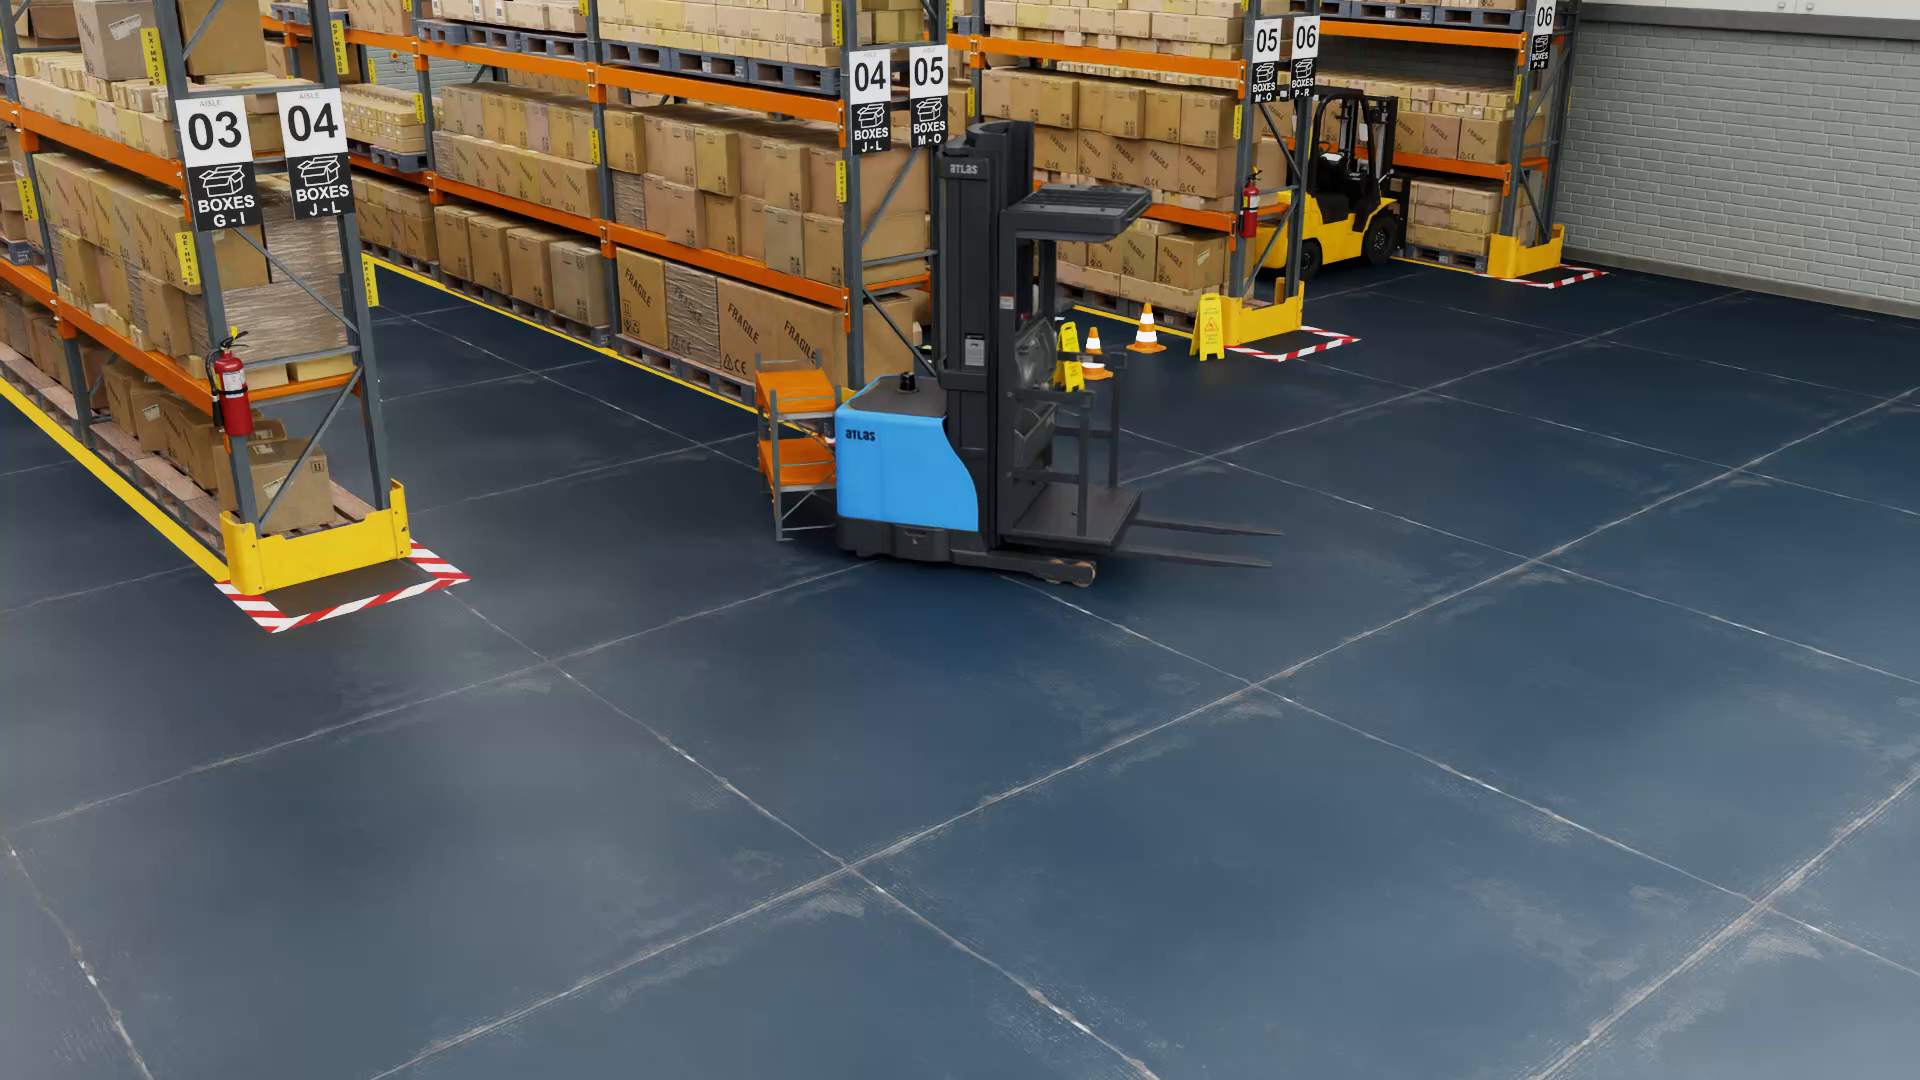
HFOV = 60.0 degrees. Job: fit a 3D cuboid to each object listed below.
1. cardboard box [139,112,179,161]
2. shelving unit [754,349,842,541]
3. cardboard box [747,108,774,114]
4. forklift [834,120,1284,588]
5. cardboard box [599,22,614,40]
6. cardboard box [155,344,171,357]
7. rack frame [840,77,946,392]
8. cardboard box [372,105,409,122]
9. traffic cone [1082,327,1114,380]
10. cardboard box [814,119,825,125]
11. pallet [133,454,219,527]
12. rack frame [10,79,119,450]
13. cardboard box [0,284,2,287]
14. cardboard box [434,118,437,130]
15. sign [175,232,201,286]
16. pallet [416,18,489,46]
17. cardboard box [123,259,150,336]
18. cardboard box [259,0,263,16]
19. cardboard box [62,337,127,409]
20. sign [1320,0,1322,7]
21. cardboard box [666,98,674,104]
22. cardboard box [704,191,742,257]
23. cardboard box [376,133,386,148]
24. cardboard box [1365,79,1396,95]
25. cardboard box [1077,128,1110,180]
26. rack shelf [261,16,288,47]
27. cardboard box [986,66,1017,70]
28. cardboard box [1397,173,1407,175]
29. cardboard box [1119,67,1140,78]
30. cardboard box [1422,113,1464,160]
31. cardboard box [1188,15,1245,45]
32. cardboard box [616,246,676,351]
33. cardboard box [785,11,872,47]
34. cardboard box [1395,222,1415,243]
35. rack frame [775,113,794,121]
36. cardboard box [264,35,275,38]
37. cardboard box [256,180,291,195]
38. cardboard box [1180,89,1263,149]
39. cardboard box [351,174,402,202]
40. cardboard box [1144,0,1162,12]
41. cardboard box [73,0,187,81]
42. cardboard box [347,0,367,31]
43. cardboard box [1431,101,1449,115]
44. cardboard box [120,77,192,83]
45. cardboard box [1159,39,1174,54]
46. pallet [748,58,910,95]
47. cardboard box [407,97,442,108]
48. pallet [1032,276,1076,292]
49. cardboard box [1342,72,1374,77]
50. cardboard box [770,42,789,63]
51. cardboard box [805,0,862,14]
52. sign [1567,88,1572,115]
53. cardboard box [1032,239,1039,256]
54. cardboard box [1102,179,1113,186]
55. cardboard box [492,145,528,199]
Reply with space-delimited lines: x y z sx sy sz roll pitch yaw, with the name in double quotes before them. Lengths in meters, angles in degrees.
"cardboard box" -4.855 -2.582 10.556 0.500 0.250 0.500 -17 27 -36
"shelving unit" -1.187 -0.722 12.286 0.538 1.125 1.048 -5 22 -11
"cardboard box" -2.571 -5.988 22.680 0.500 0.250 0.500 -18 27 -38
"forklift" 0.703 -1.262 11.188 3.031 2.935 1.130 6 22 16
"cardboard box" -3.155 -4.781 15.595 0.380 0.149 0.250 -18 28 -38
"cardboard box" -5.518 -1.436 11.883 0.380 0.149 0.250 -17 27 -37
"rack frame" -0.524 -2.335 13.833 1.000 3.000 0.127 -17 27 -37
"cardboard box" -6.746 -5.070 19.767 0.380 0.149 0.250 -16 27 -36
"traffic cone" 1.283 -1.814 15.980 0.336 0.463 0.334 -17 27 -37
"cardboard box" -1.688 -5.524 21.742 0.380 0.149 0.250 -20 29 -41
"pallet" -5.693 -0.475 12.907 1.003 0.211 1.213 -17 27 -37
"rack frame" -6.959 -2.287 13.711 1.000 3.000 0.127 -17 27 -37
"cardboard box" -10.004 -2.794 17.343 1.225 0.875 0.875 -19 28 -40
"cardboard box" -6.265 -5.091 20.231 0.380 0.149 0.250 -19 28 -39
"sign" -4.781 -1.742 10.298 0.100 0.325 0.005 -17 27 -37
"pallet" -5.286 -5.689 18.542 1.213 0.211 1.003 -16 26 -35
"cardboard box" -5.397 -1.784 11.881 0.875 0.500 0.500 -17 27 -37
"cardboard box" -9.199 -7.189 22.319 0.500 0.250 0.500 -18 27 -38
"cardboard box" -7.343 -1.503 14.533 0.500 0.500 0.700 20 29 41
"sign" 3.571 -5.474 16.536 0.100 0.325 0.005 -17 27 -37
"cardboard box" -3.924 -6.315 24.199 0.500 0.250 0.500 -18 28 -38
"cardboard box" -1.824 -2.965 15.235 0.875 0.550 0.500 -17 27 -37
"cardboard box" -6.745 -4.791 19.872 0.380 0.149 0.250 -17 27 -37
"cardboard box" 5.367 -5.756 21.133 0.380 0.149 0.250 -17 27 -37
"cardboard box" 1.633 -4.234 18.136 0.500 0.500 0.500 -17 27 -37
"rack shelf" -9.663 -7.265 23.293 1.077 0.370 4.000 -17 27 -37
"cardboard box" 0.762 -7.275 26.074 0.500 0.250 0.500 -19 28 -40
"cardboard box" 5.381 -4.576 21.379 0.500 0.250 0.500 -18 28 -38
"cardboard box" 2.531 -6.771 24.131 0.380 0.149 0.250 -17 27 -36
"cardboard box" 6.066 -4.990 20.473 0.500 0.500 0.500 -16 27 -36
"cardboard box" 2.622 -5.084 16.536 0.500 0.250 0.500 -18 28 -38
"cardboard box" -2.777 -2.456 16.479 0.875 0.875 0.875 -17 27 -37
"cardboard box" -1.055 -4.111 13.340 0.500 0.250 0.500 -17 27 -37
"cardboard box" 5.735 -3.974 21.212 0.500 0.250 0.500 -17 27 -37
"rack frame" -2.062 -5.752 22.556 1.000 3.000 0.127 -17 27 -37
"cardboard box" -9.884 -6.792 23.297 0.500 0.500 0.500 -19 28 -39
"cardboard box" -4.821 -2.190 11.545 0.500 0.500 0.500 -17 27 -37
"cardboard box" 2.661 -4.281 16.886 0.700 0.500 0.500 -18 28 -39
"cardboard box" -7.396 -4.476 21.122 0.500 0.250 0.500 -16 27 -35
"cardboard box" 2.115 -5.514 17.087 0.380 0.149 0.250 -17 27 -37
"cardboard box" -5.551 -3.365 11.119 0.500 0.500 0.500 -17 27 -37
"cardboard box" -6.971 -6.360 19.859 0.500 0.500 0.500 -17 27 -37
"cardboard box" 6.014 -5.323 20.434 0.380 0.149 0.250 -18 27 -38
"cardboard box" -5.357 -3.008 11.098 0.380 0.149 0.250 -17 27 -37
"cardboard box" 2.265 -5.081 17.076 0.380 0.149 0.250 -17 27 -37
"pallet" -1.016 -3.893 13.819 1.003 0.211 1.213 -17 27 -37
"cardboard box" -6.586 -5.365 20.521 0.380 0.149 0.250 -16 26 -35
"pallet" 1.014 -3.171 19.791 1.003 0.211 1.213 -17 27 -37
"cardboard box" 5.270 -6.097 22.002 0.380 0.149 0.250 -18 28 -38
"cardboard box" -1.330 -4.009 13.625 0.380 0.149 0.250 -17 27 -37
"cardboard box" -1.001 -4.241 13.123 0.380 0.149 0.250 -17 27 -37
"sign" 7.342 -5.295 20.093 0.100 0.325 0.005 -17 27 -37
"cardboard box" 1.088 -3.539 19.072 0.500 0.500 0.500 -16 27 -35
"cardboard box" 1.771 -3.904 18.183 0.380 0.149 0.250 -17 27 -37
"cardboard box" -4.671 -3.986 17.912 0.500 0.500 0.500 -18 28 -38
